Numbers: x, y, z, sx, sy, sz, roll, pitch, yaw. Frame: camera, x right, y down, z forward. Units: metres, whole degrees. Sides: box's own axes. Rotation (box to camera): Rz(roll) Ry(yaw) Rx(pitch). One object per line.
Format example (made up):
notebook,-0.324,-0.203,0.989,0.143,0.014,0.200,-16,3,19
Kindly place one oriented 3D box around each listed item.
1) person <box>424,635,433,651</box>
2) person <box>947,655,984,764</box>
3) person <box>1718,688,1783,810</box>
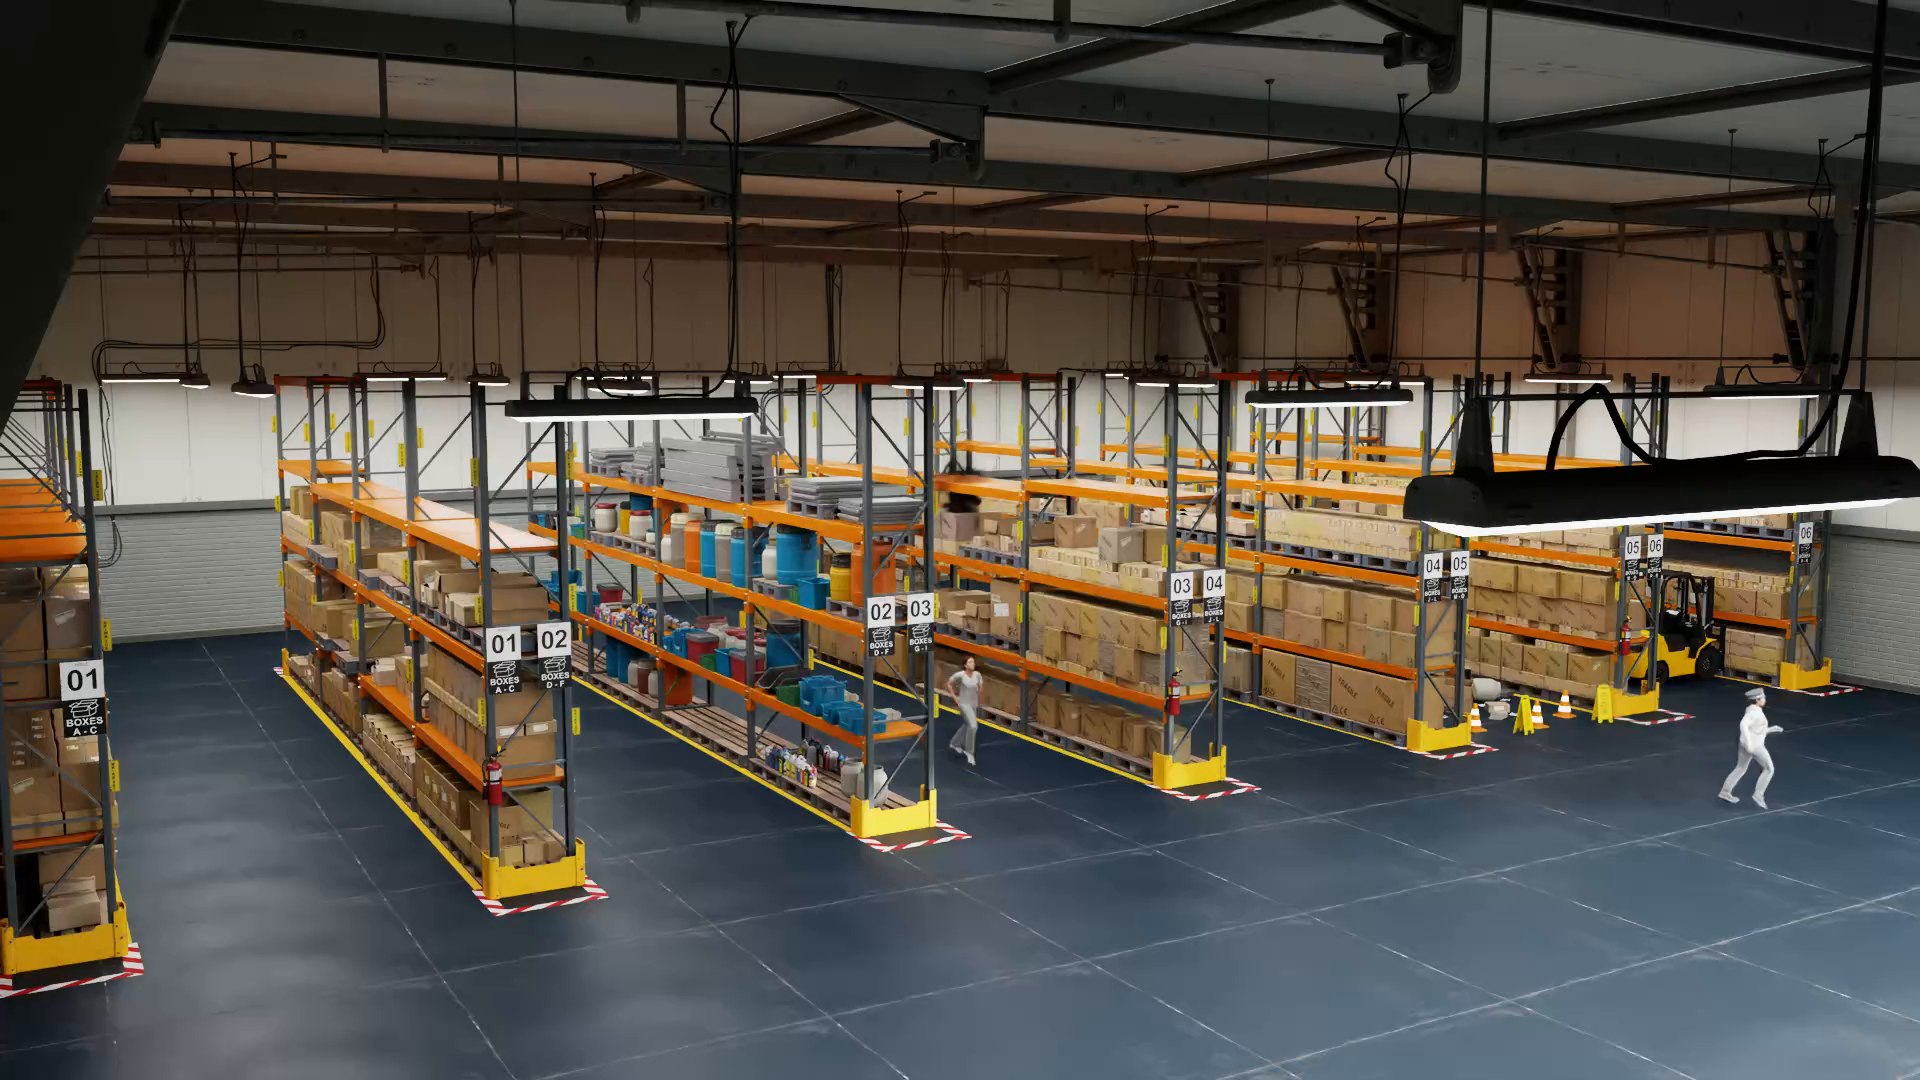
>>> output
person,-10.489,1.883,32.888,0.702,1.750,0.750,-5,8,-37
person,0.096,2.649,26.248,0.545,1.708,0.787,-5,8,-38
person,11.166,2.940,23.428,0.797,1.734,0.572,1,6,6
